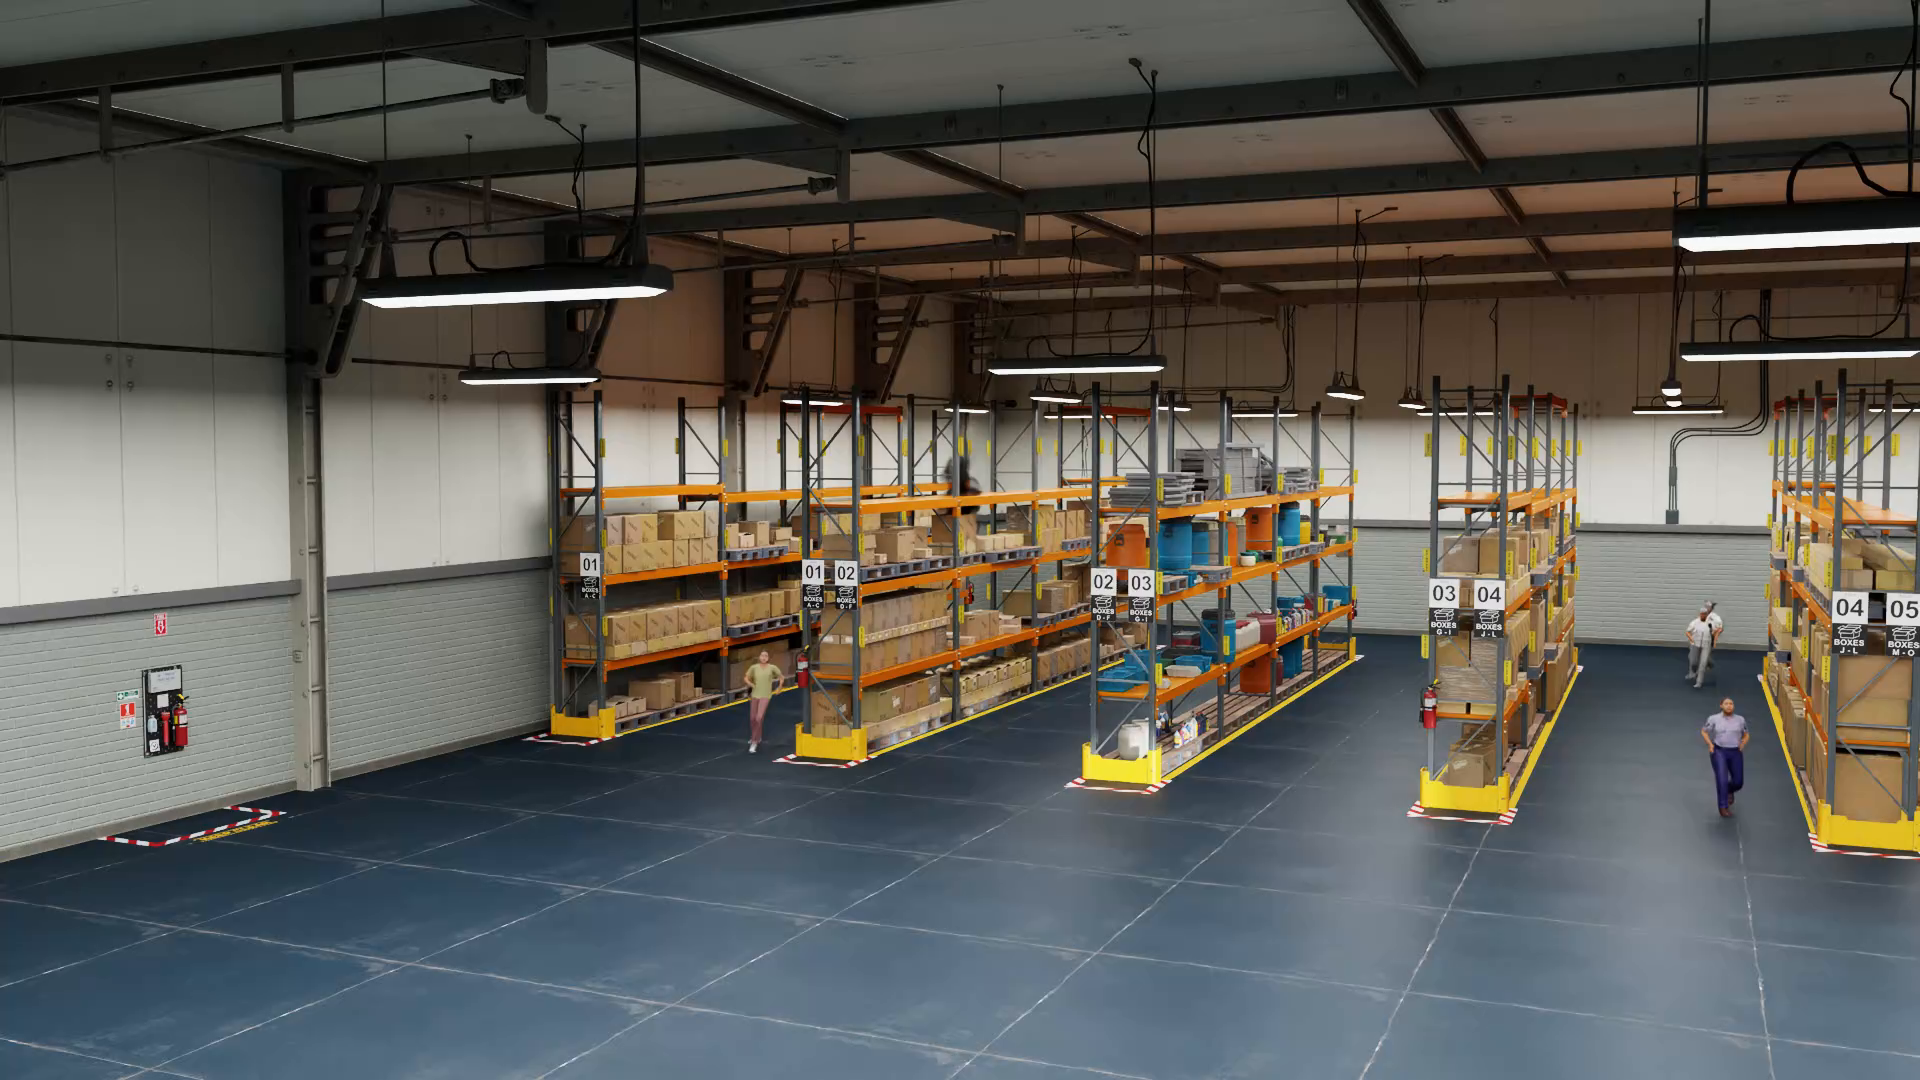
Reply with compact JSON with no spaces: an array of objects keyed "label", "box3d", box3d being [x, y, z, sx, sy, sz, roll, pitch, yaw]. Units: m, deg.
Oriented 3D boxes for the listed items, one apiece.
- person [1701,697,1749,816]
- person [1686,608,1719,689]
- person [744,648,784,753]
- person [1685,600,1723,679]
[{"label":"person","box3d":[10.488,2.942,22.789,0.613,1.599,0.688,1,3,13]},{"label":"person","box3d":[15.610,2.252,34.976,0.640,1.659,0.937,2,3,26]},{"label":"person","box3d":[-3.283,2.649,27.589,0.638,1.699,0.679,0,3,9]},{"label":"person","box3d":[16.178,2.159,36.074,0.752,1.735,0.705,-2,4,-34]}]
